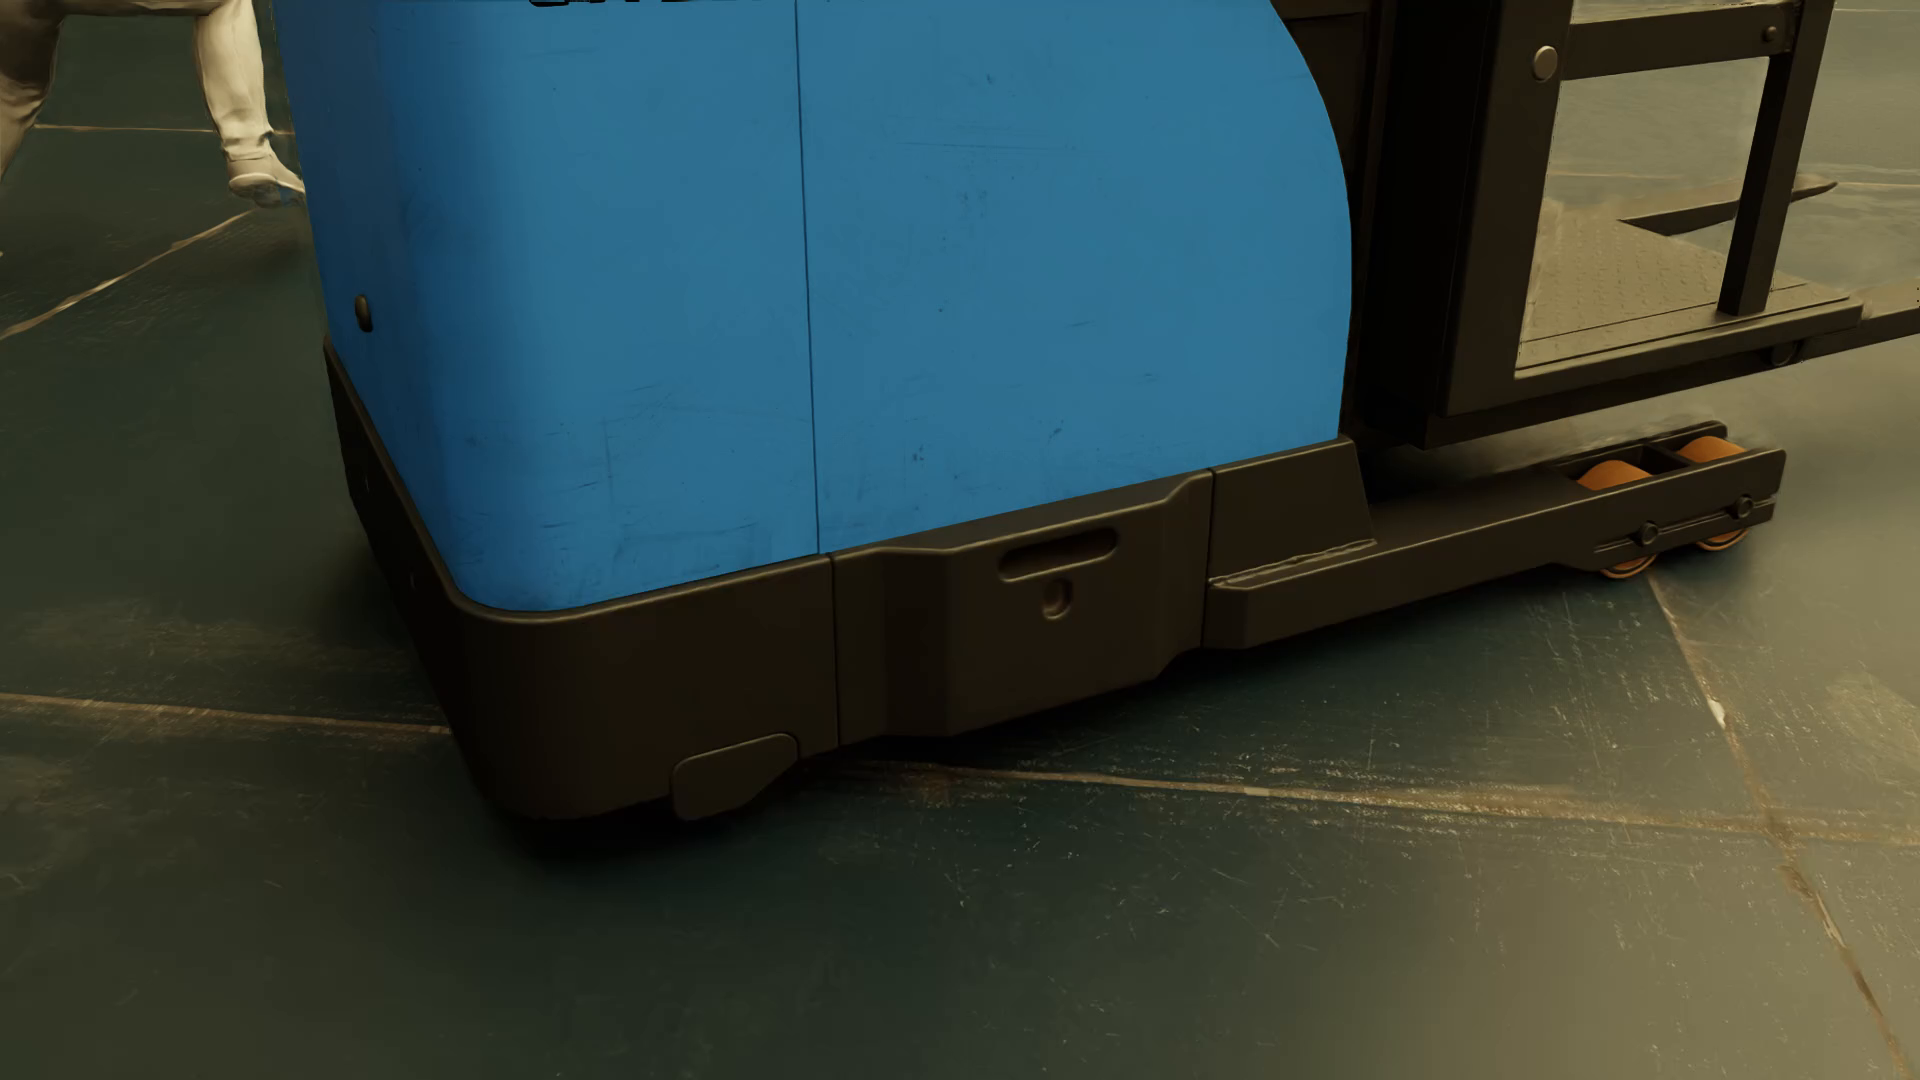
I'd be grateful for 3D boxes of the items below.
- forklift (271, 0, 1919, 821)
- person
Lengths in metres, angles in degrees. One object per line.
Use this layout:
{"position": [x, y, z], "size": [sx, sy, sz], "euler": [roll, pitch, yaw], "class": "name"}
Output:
{"position": [0.636, -1.452, 2.128], "size": [3.031, 2.935, 1.130], "euler": [-13, 29, -24], "class": "forklift"}
{"position": [-1.914, -1.260, 3.488], "size": [0.839, 1.468, 0.654], "euler": [1, 27, 2], "class": "person"}
